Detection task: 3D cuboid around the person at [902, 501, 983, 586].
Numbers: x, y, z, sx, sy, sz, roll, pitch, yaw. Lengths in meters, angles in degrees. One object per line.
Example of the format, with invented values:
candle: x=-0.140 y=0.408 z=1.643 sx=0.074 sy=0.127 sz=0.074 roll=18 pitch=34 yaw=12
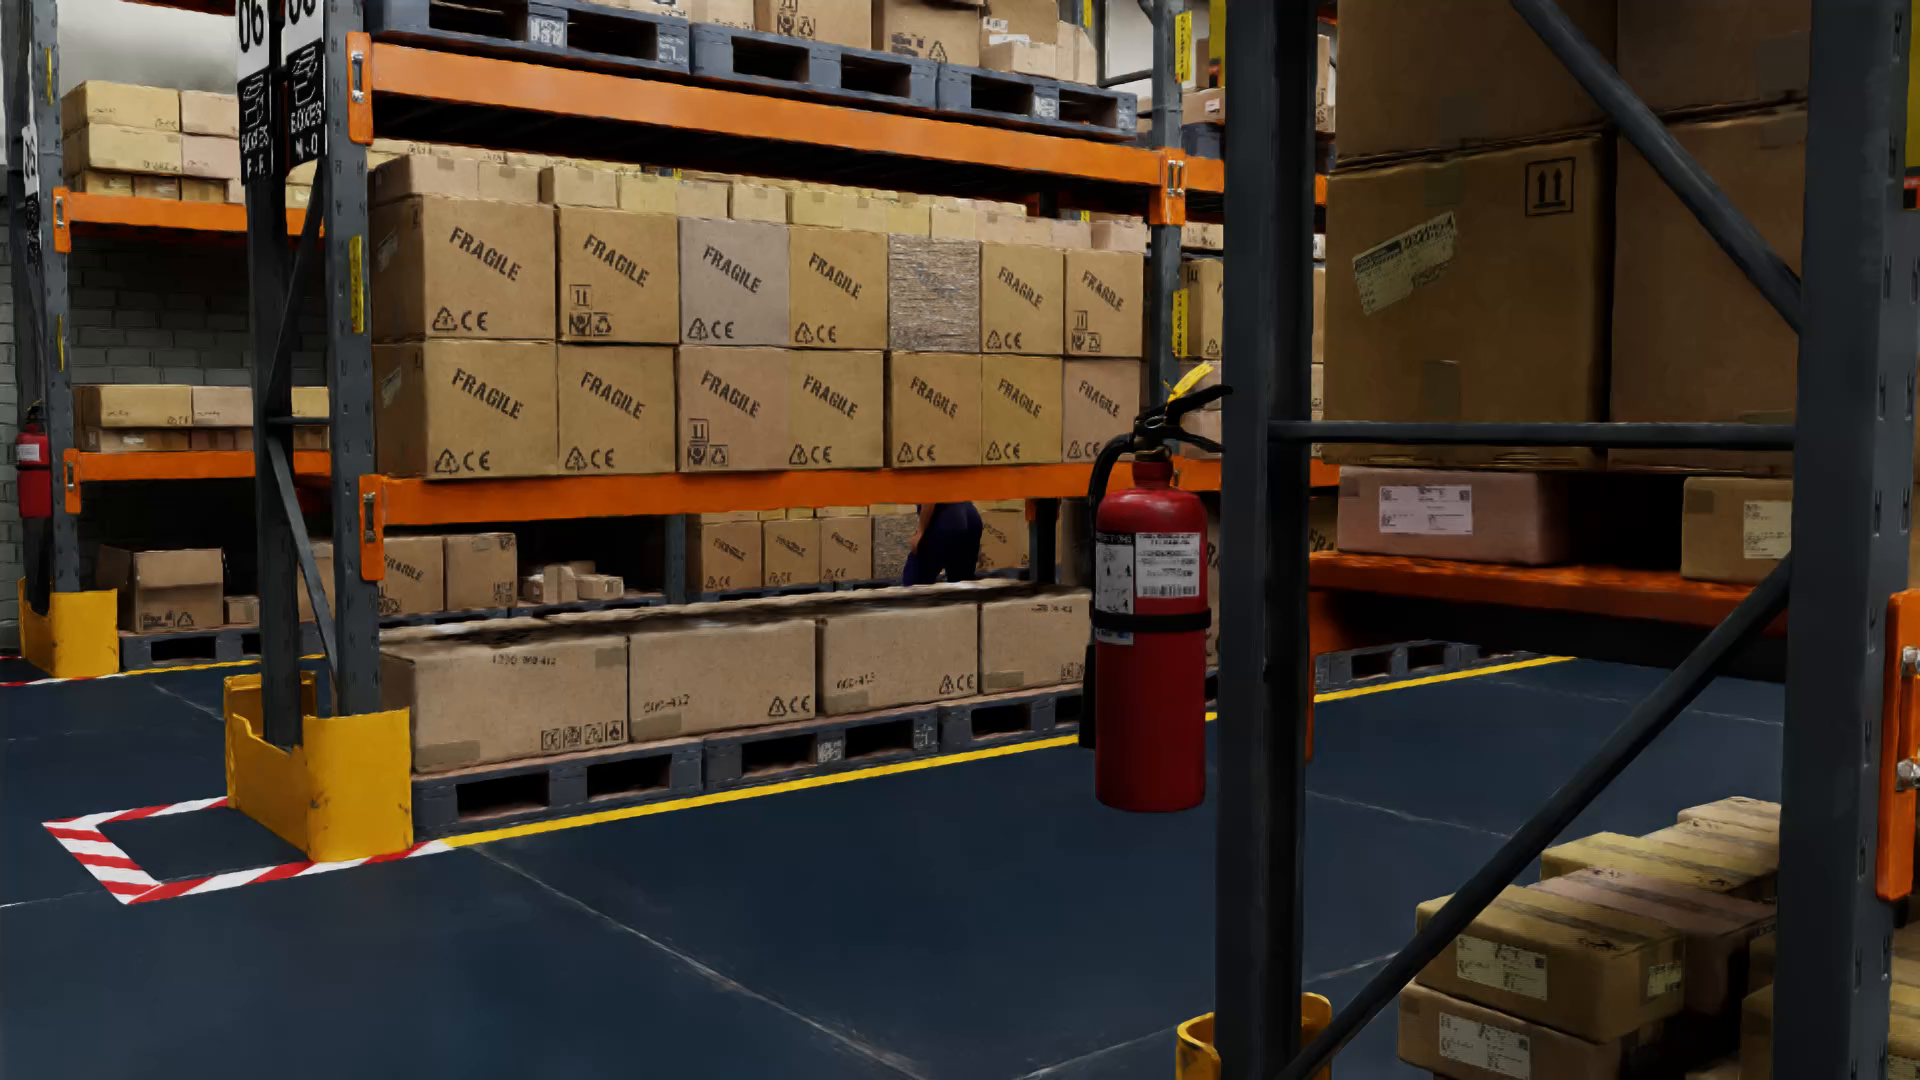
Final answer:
person: x=-0.046 y=-0.061 z=10.038 sx=0.478 sy=1.631 sz=0.580 roll=2 pitch=5 yaw=28
